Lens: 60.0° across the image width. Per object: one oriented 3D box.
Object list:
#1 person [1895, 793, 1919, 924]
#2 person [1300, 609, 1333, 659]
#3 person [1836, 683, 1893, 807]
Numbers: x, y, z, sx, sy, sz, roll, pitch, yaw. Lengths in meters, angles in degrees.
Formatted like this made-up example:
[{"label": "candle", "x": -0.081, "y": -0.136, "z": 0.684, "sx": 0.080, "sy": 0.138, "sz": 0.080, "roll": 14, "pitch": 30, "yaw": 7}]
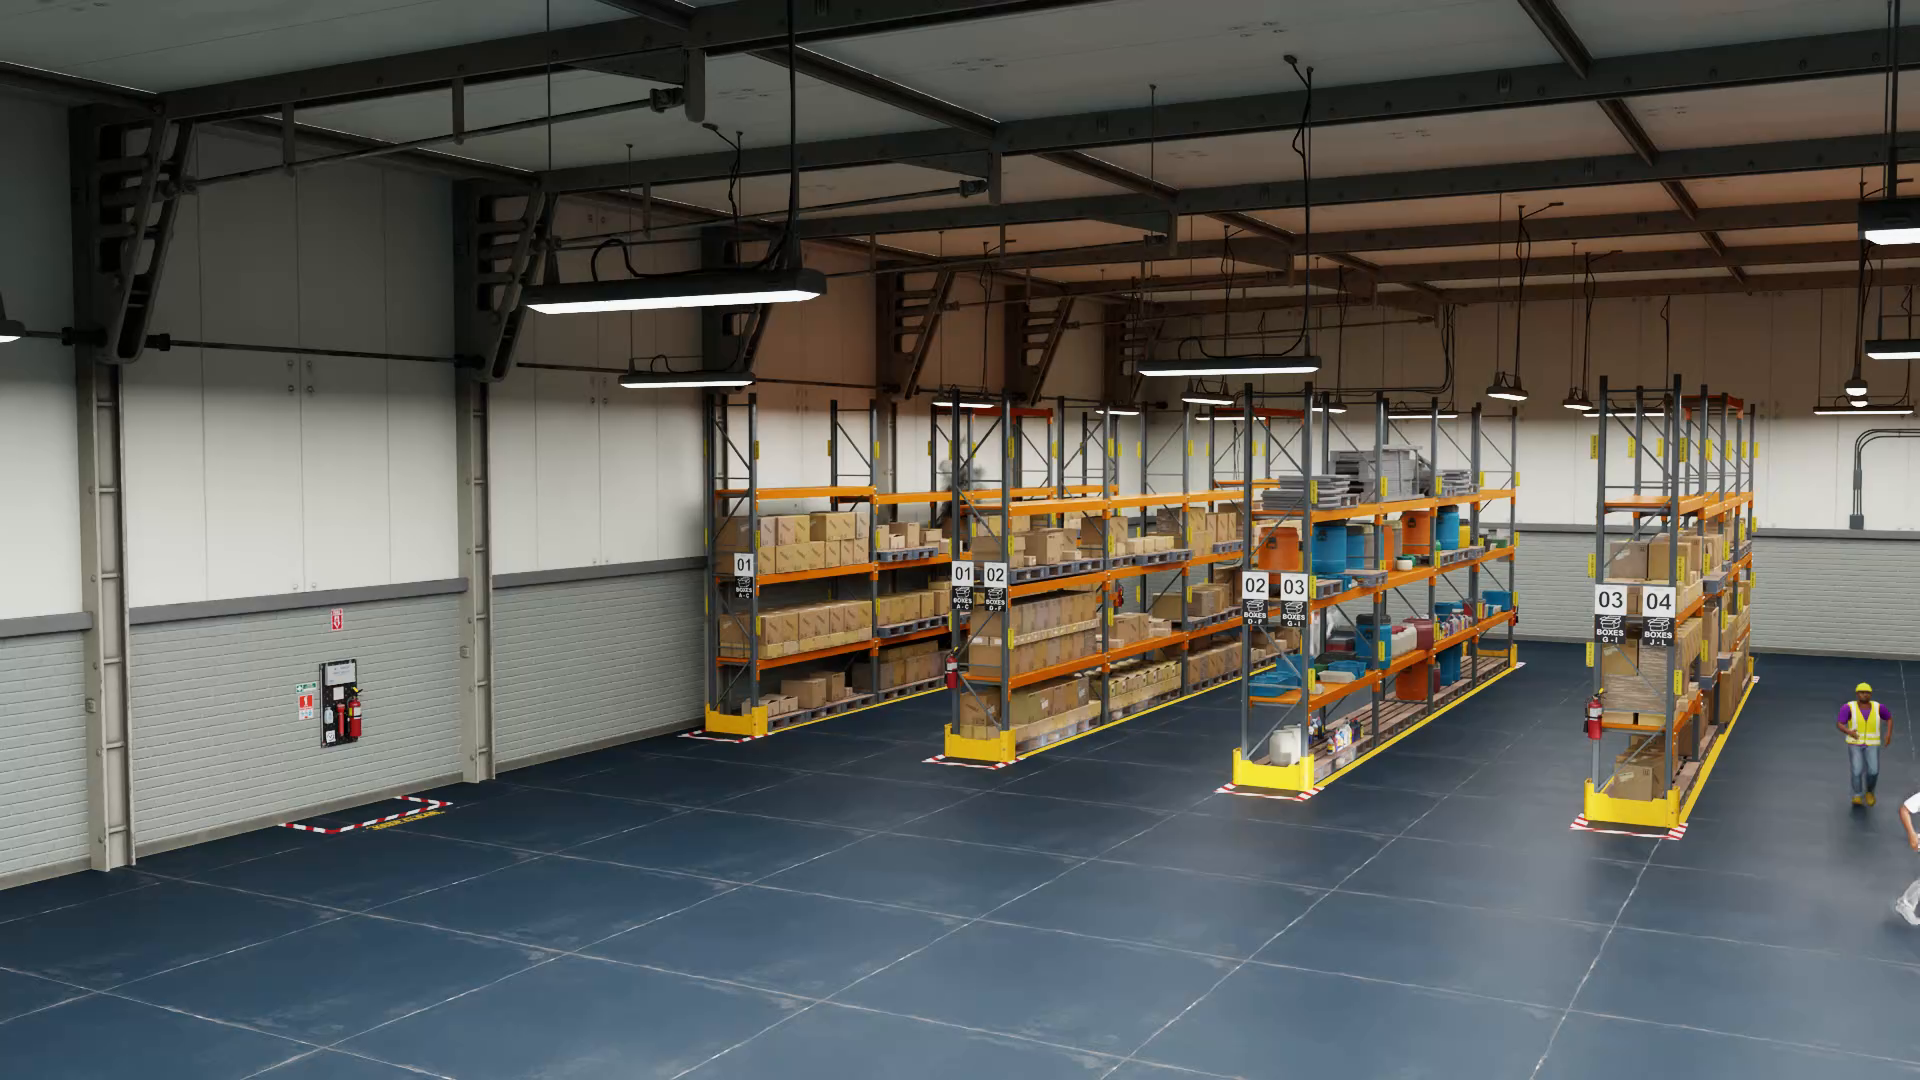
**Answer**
[{"label": "person", "x": 10.062, "y": 3.204, "z": 17.122, "sx": 0.619, "sy": 1.808, "sz": 0.906, "roll": -2, "pitch": 4, "yaw": -28}, {"label": "person", "x": 7.574, "y": 2.263, "z": 35.394, "sx": 0.656, "sy": 1.757, "sz": 0.903, "roll": 1, "pitch": 3, "yaw": 21}, {"label": "person", "x": 12.661, "y": 2.869, "z": 23.258, "sx": 0.723, "sy": 1.745, "sz": 0.638, "roll": 1, "pitch": 3, "yaw": 21}]
